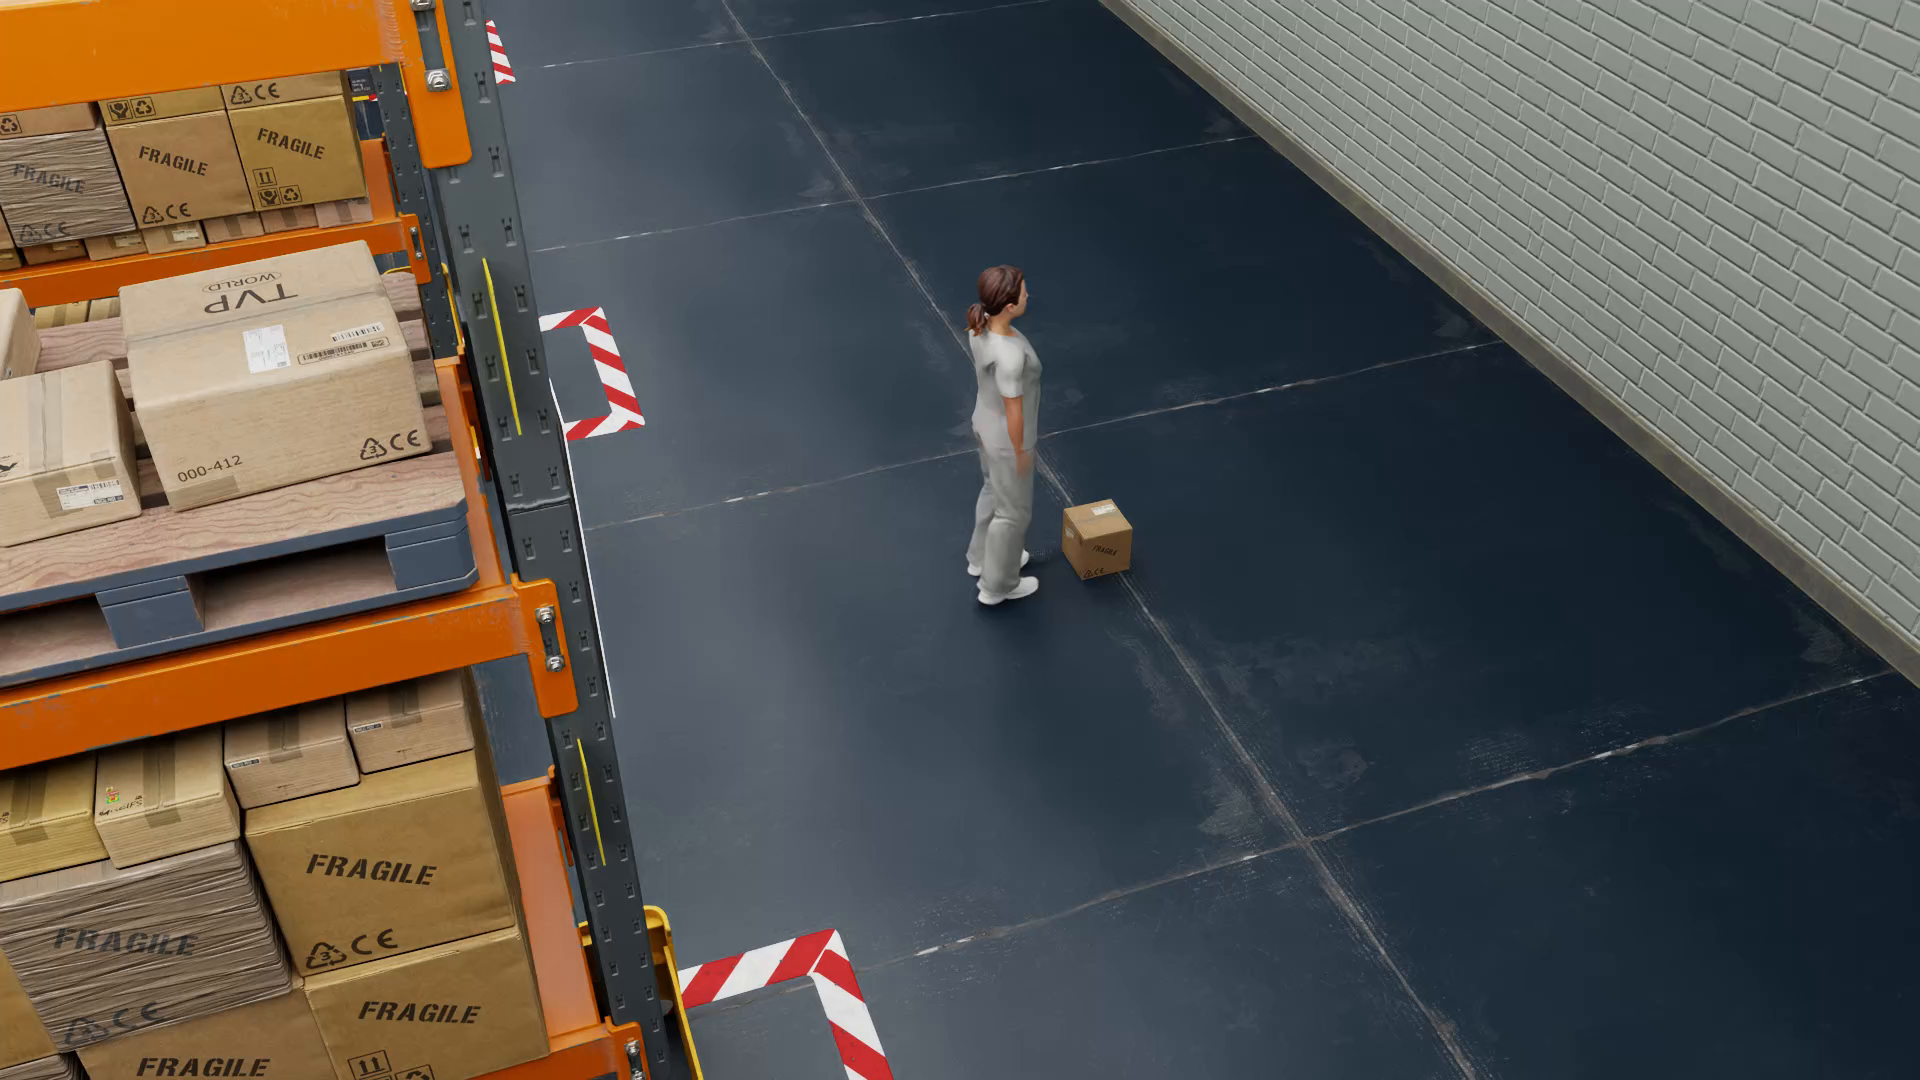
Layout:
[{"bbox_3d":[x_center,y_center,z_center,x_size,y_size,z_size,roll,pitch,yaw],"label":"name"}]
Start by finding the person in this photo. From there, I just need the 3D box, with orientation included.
[{"bbox_3d":[0.185,-0.467,7.398,0.364,1.673,0.437,-12,39,-15],"label":"person"}]
